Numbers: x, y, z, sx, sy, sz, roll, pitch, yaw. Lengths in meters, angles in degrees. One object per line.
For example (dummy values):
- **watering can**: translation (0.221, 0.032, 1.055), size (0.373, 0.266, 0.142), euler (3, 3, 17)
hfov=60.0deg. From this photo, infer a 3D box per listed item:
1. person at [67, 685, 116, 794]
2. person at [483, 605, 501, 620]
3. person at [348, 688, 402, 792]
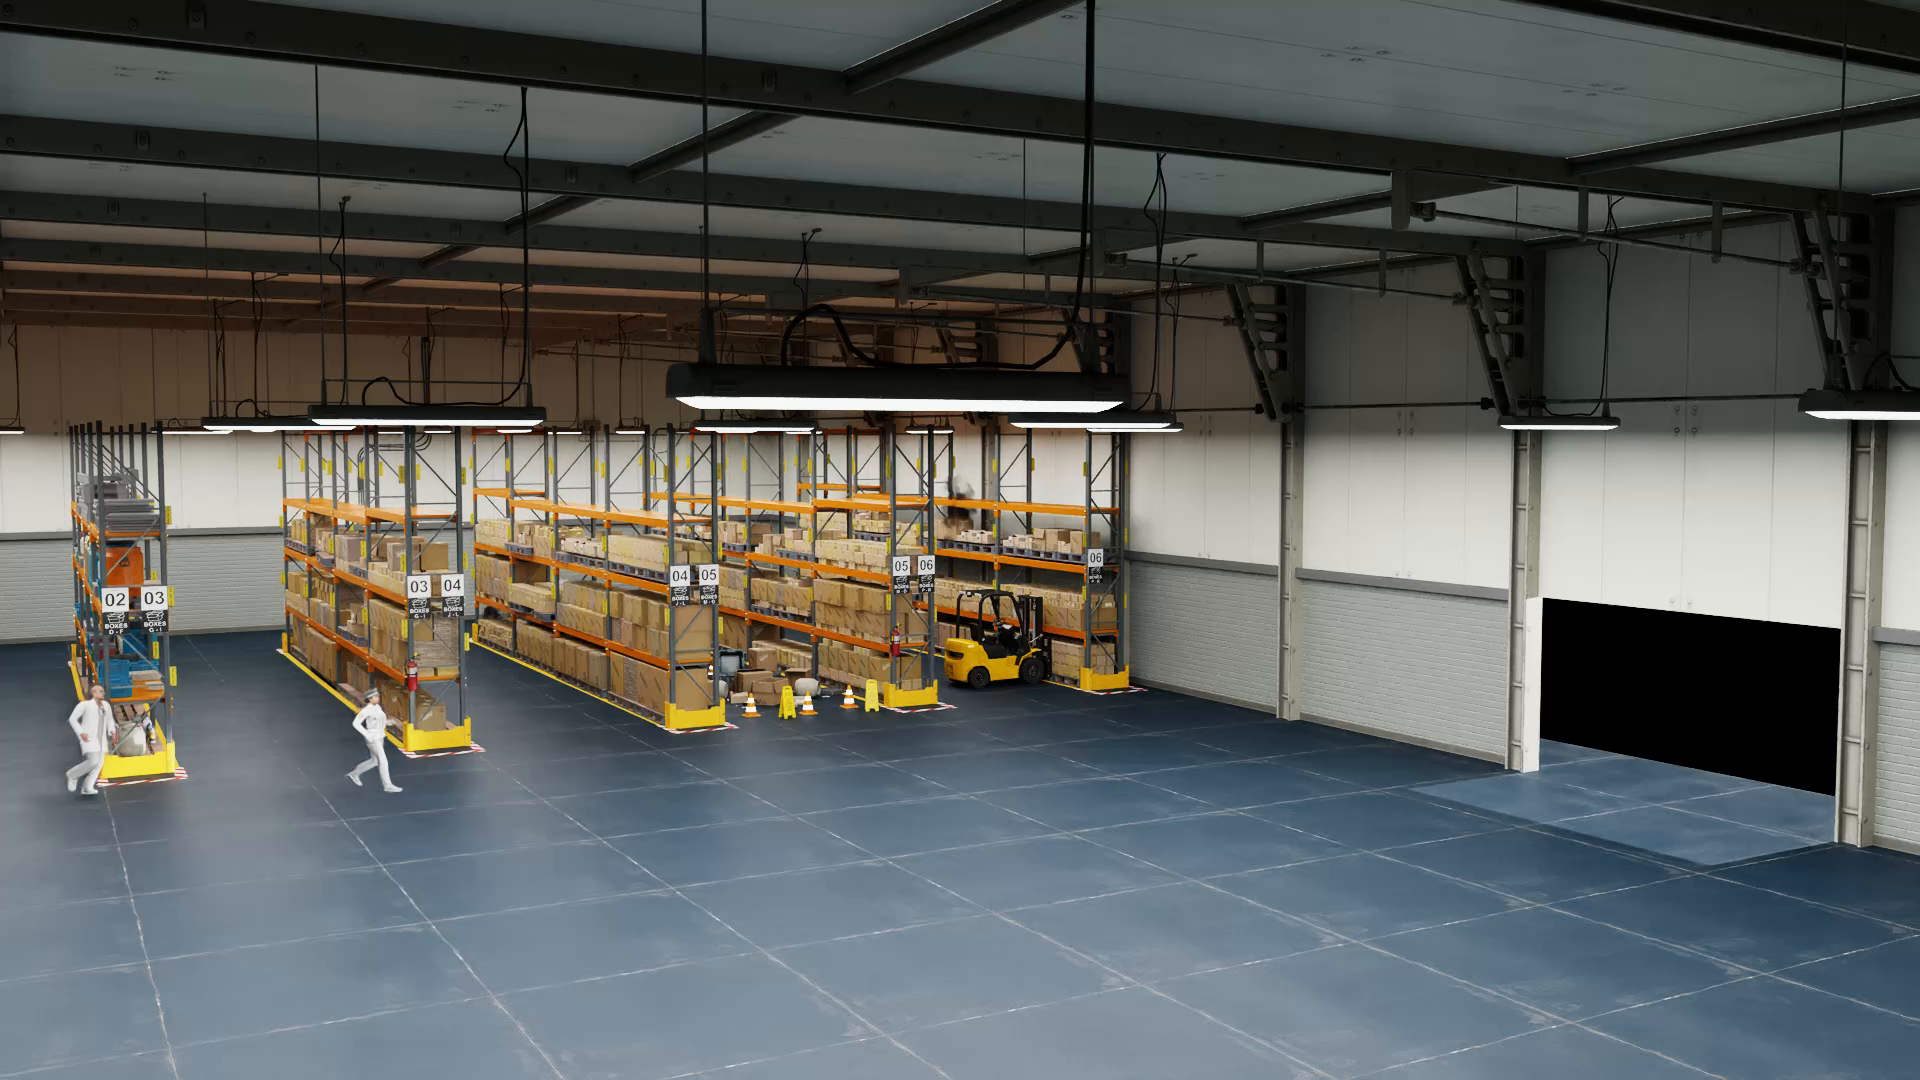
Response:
- **person**: translation (-13.967, 3.211, 26.827), size (0.611, 1.722, 0.739), euler (1, 4, 21)
- **person**: translation (-13.505, 1.907, 47.987), size (0.907, 1.661, 0.567), euler (-3, 5, -40)
- **person**: translation (-9.436, 3.207, 26.756), size (0.929, 1.672, 0.618), euler (0, 4, 4)
